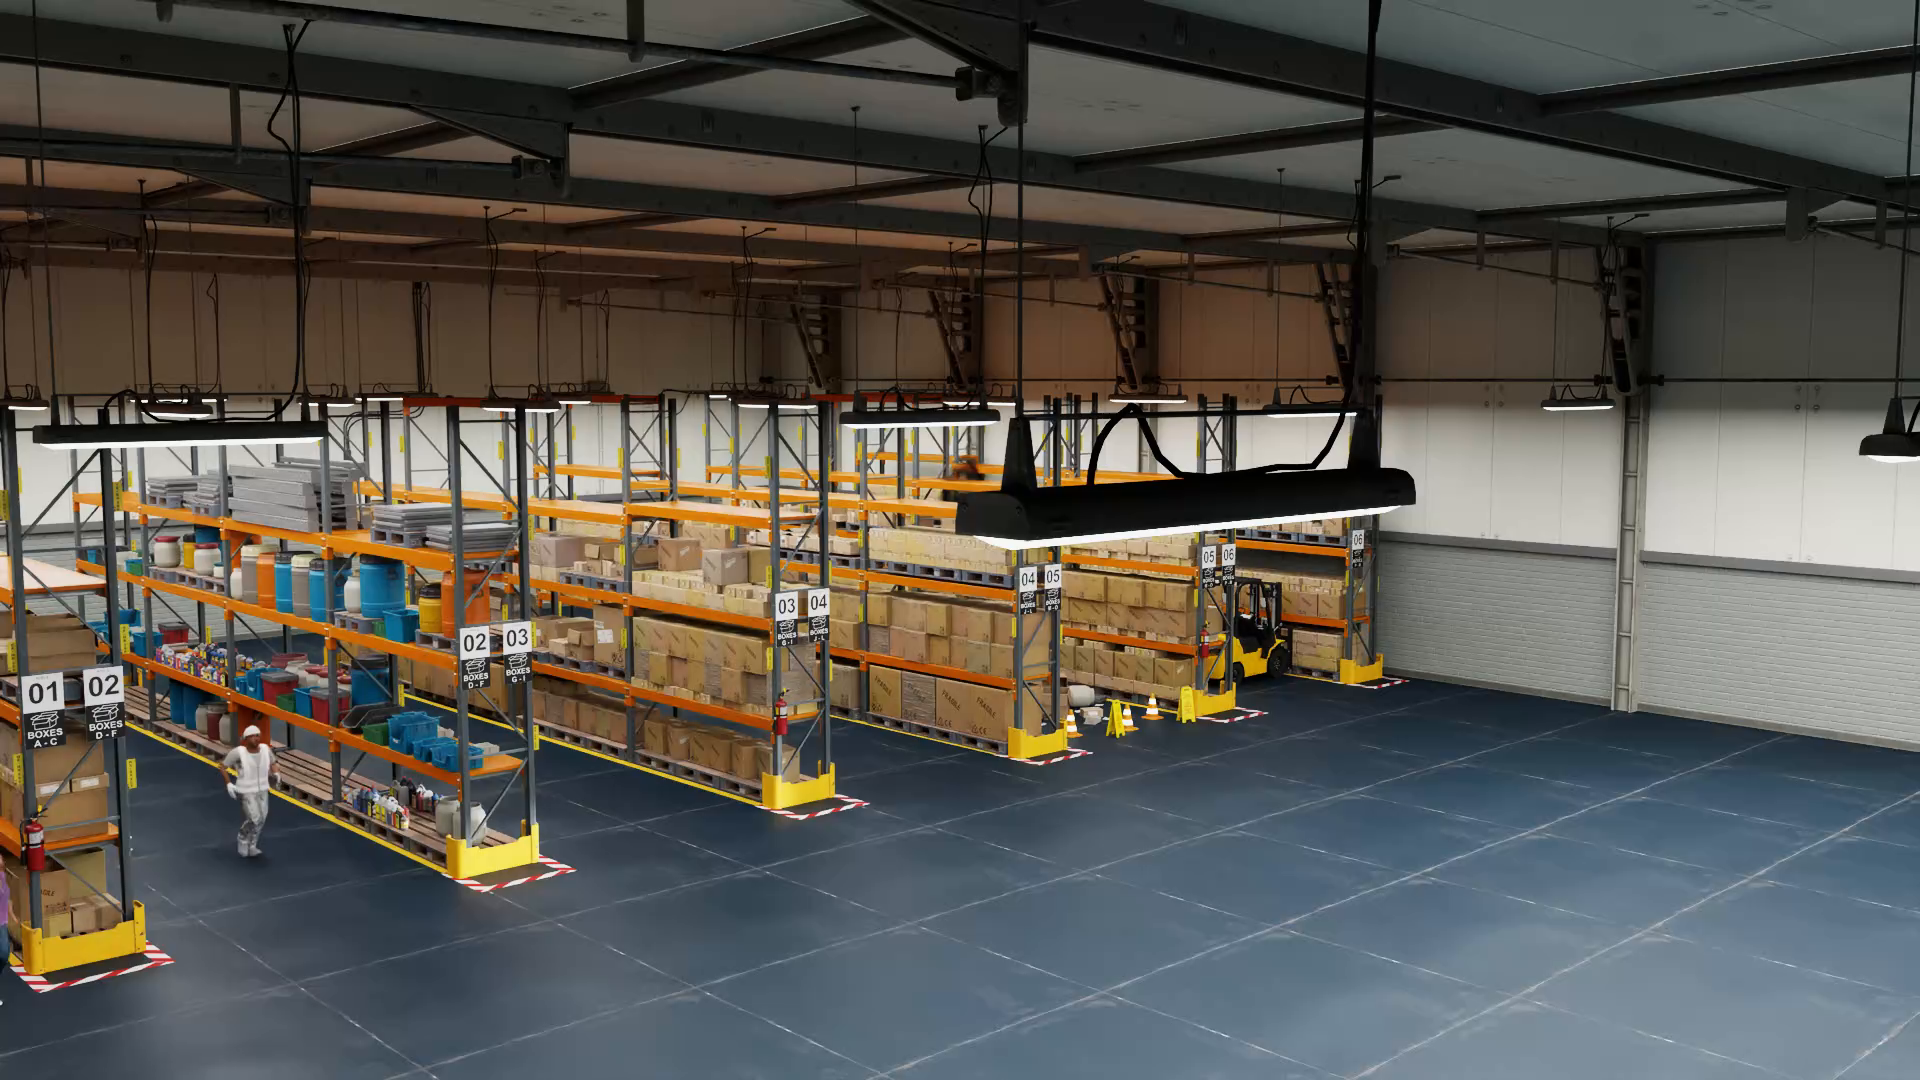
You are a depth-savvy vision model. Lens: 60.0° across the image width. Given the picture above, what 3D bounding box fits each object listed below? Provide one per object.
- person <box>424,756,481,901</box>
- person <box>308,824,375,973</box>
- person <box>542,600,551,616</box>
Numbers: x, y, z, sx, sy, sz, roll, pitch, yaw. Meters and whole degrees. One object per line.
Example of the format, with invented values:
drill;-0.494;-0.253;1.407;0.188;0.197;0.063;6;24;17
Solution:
person;-6.127;3.506;20.299;0.613;1.711;0.721;0;6;4
person;-6.605;3.828;17.705;0.668;1.638;0.529;-2;6;-18
person;-10.222;1.602;41.174;0.721;1.493;0.701;-1;6;-9
